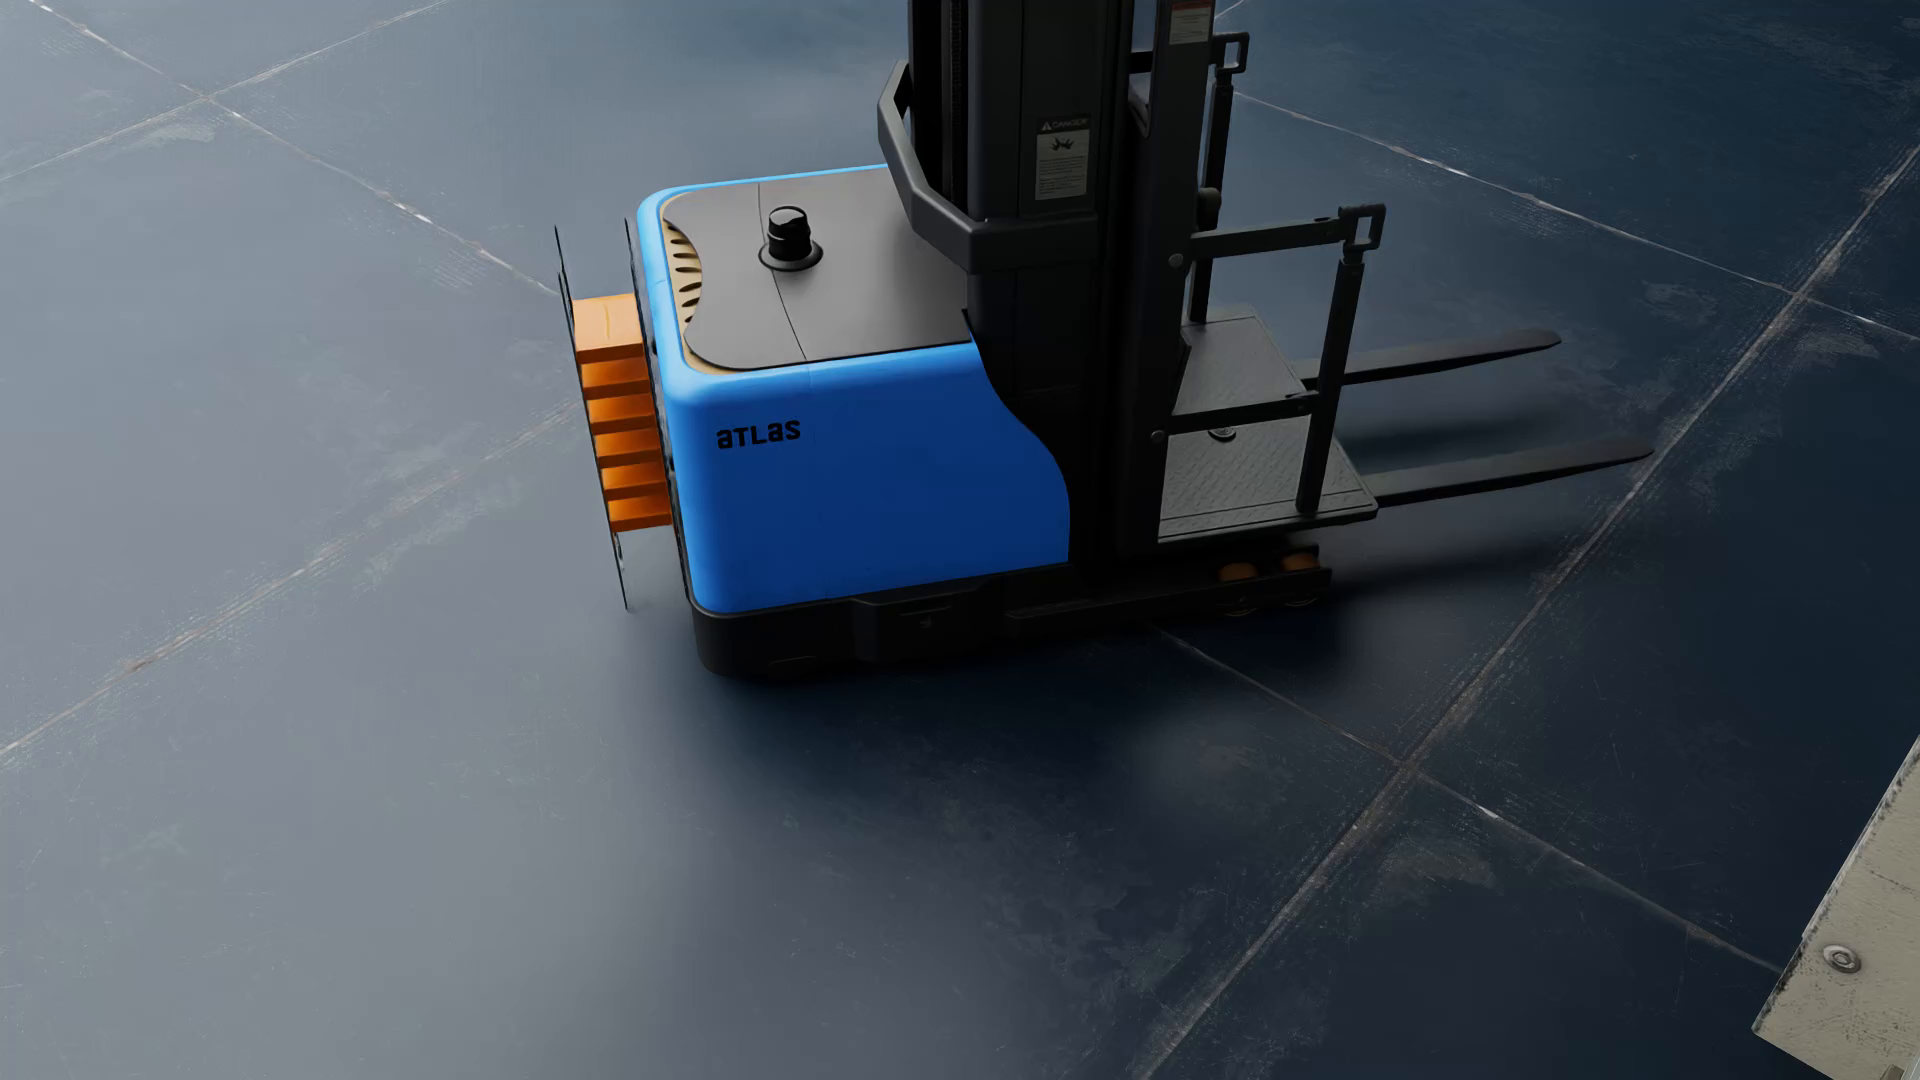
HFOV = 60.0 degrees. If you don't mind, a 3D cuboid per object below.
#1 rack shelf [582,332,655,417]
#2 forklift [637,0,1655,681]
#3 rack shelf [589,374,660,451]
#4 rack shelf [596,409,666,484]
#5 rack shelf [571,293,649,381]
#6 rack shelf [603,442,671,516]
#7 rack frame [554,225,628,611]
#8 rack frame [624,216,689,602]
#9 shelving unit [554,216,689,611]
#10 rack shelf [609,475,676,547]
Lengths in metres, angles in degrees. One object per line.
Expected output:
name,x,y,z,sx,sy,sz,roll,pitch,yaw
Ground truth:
rack shelf,-0.948,-0.466,4.579,0.180,0.103,0.258,-9,43,-9
forklift,0.636,-1.195,4.385,3.031,2.935,1.130,-9,43,-9
rack shelf,-0.946,-0.377,4.659,0.180,0.103,0.258,-9,43,-9
rack shelf,-0.945,-0.289,4.740,0.180,0.103,0.258,-9,43,-9
rack shelf,-0.949,-0.555,4.498,0.180,0.103,0.258,-9,43,-9
rack shelf,-0.944,-0.200,4.821,0.180,0.103,0.258,-9,43,-9
rack frame,-1.035,-0.308,4.697,0.006,1.200,0.240,-9,43,-9
rack frame,-0.856,-0.335,4.724,0.006,1.200,0.240,-9,43,-9
shelving unit,-0.946,-0.322,4.710,0.189,1.200,0.258,-9,43,-9
rack shelf,-0.943,-0.112,4.902,0.180,0.103,0.258,-9,43,-9
